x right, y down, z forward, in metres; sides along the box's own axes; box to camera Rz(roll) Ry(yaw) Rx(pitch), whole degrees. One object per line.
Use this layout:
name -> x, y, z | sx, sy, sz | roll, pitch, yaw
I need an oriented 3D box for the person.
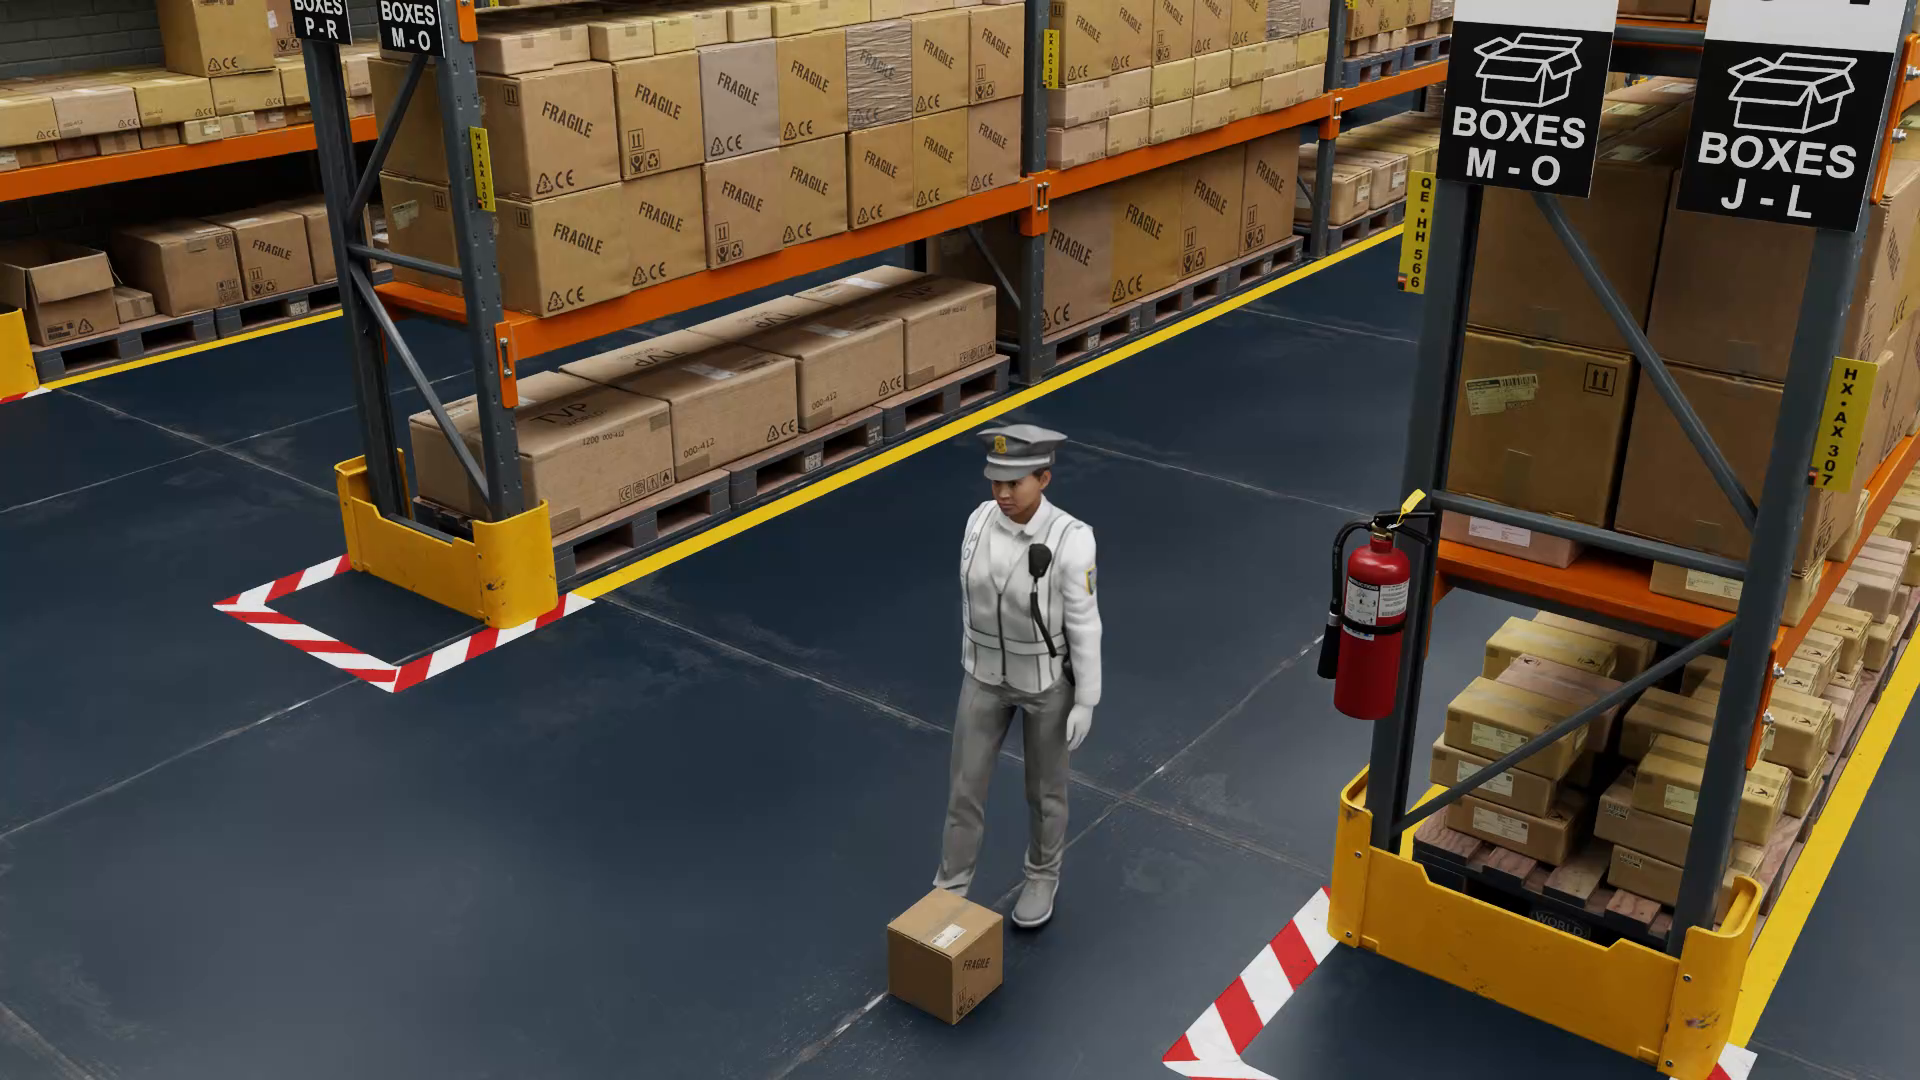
person -> 0.155, 0.478, 4.972 | 0.498, 1.669, 0.594 | 11, 26, 23
